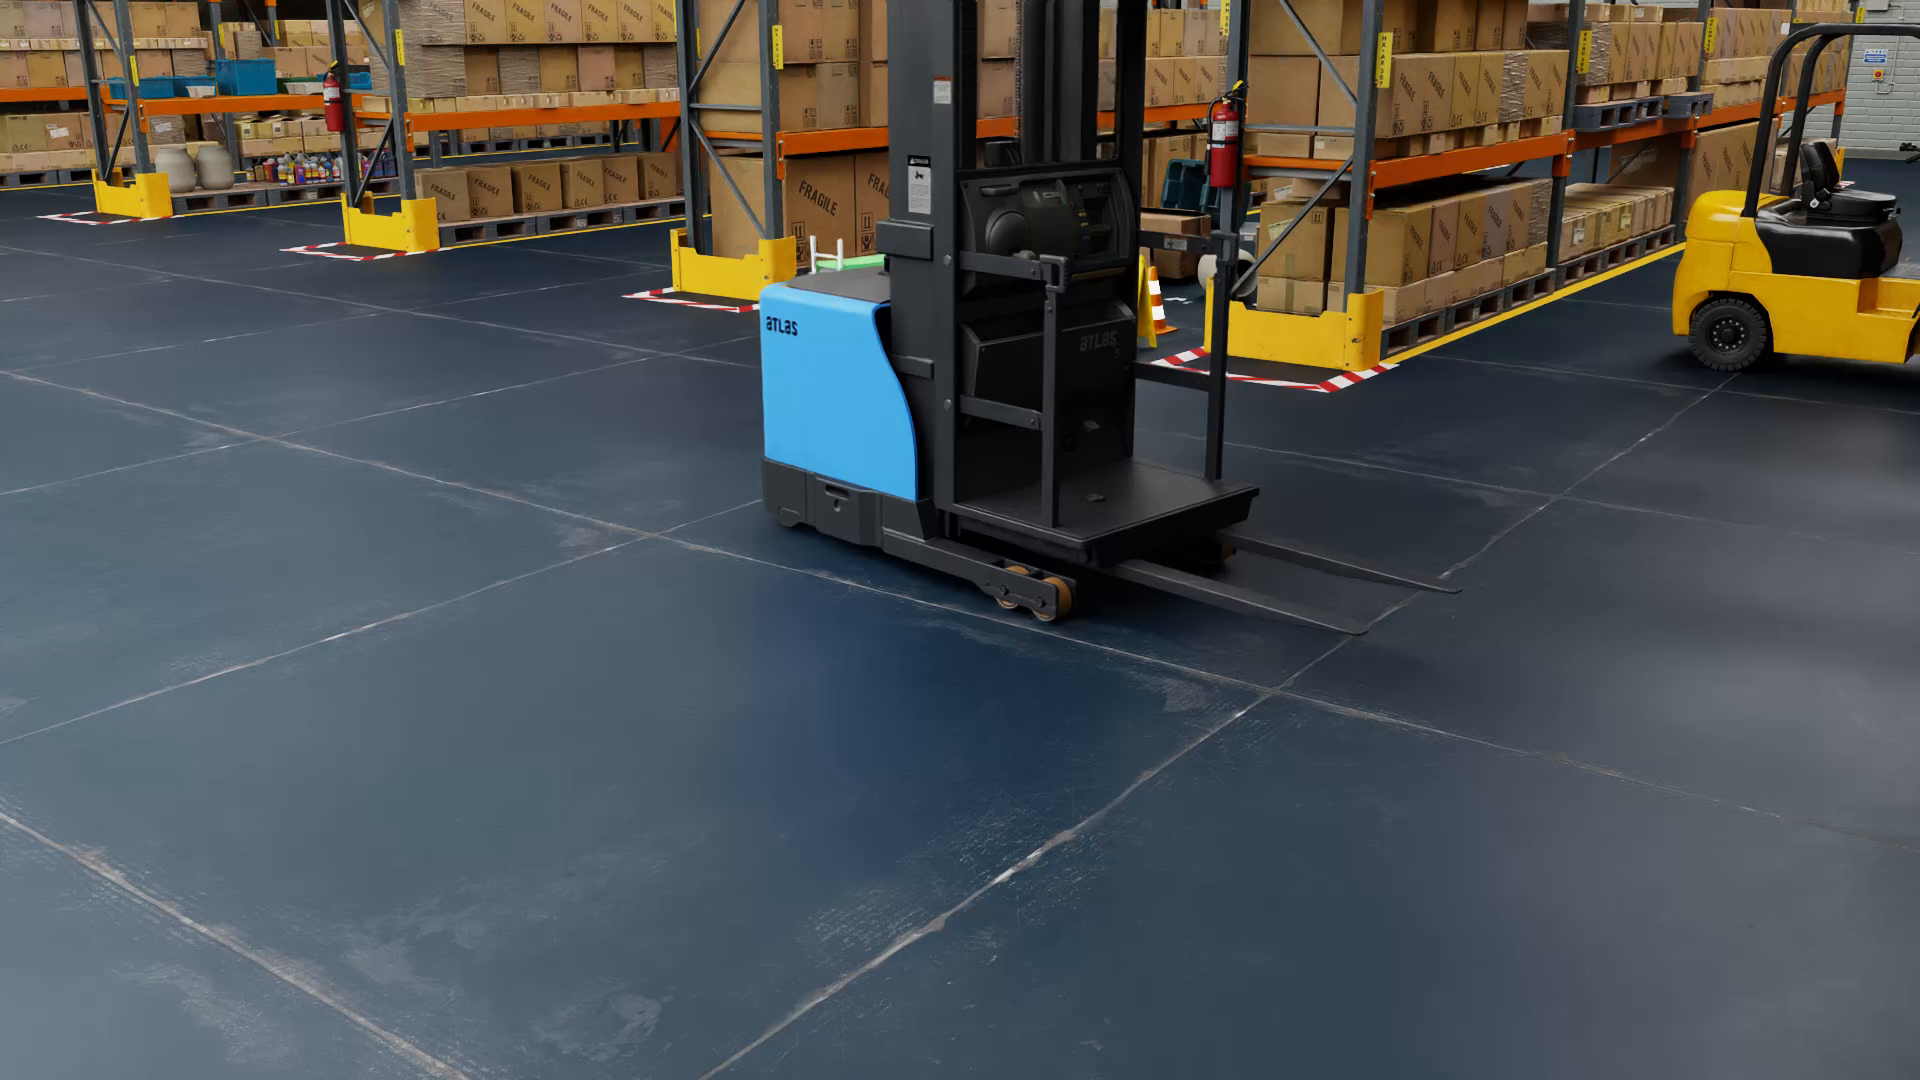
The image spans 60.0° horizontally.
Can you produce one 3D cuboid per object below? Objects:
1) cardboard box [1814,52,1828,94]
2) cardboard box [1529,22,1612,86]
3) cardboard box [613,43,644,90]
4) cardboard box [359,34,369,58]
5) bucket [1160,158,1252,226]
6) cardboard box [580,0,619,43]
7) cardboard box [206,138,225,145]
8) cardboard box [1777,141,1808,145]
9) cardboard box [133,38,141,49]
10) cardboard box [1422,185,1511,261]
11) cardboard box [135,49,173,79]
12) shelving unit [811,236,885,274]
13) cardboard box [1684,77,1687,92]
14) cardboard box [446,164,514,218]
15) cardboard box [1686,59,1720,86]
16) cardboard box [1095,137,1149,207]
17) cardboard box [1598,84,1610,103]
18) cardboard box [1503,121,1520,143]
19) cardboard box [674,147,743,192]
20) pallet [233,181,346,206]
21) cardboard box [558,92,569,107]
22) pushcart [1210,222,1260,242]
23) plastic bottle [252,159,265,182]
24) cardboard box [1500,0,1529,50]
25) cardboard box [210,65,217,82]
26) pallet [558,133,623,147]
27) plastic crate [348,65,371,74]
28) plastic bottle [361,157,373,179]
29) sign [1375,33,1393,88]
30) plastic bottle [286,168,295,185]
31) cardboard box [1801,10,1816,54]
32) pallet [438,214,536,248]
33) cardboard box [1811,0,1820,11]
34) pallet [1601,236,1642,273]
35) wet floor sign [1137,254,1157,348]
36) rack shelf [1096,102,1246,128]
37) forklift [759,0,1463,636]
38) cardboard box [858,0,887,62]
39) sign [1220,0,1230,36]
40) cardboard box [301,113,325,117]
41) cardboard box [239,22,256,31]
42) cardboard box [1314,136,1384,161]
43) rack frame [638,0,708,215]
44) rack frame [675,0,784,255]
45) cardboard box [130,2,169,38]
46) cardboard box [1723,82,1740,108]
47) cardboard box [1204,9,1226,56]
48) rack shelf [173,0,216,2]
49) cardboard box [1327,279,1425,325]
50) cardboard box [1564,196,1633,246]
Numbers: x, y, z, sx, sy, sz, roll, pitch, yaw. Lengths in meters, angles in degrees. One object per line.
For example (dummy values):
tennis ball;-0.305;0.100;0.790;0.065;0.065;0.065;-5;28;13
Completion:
cardboard box;10.723;-5.969;21.239;0.500;0.500;0.500;13;22;36
cardboard box;5.065;-4.043;13.826;0.500;0.500;0.500;13;22;36
cardboard box;-4.048;-5.323;18.657;0.875;0.500;0.500;12;21;35
cardboard box;-11.540;-9.557;32.258;0.500;0.500;0.500;13;22;36
bucket;2.290;-3.165;15.334;0.620;0.611;0.726;0;14;-35
cardboard box;-4.046;-5.616;17.913;0.500;0.500;0.500;12;21;35
cardboard box;-11.343;-6.131;25.858;0.500;0.250;0.500;12;21;34
cardboard box;10.854;-5.032;22.002;0.875;0.438;0.875;13;22;36
cardboard box;-11.955;-7.107;23.809;0.380;0.149;0.250;12;21;34
cardboard box;3.813;-2.405;12.595;0.500;0.500;0.500;14;22;38
cardboard box;-11.926;-6.908;24.262;0.700;0.500;0.500;12;21;34
shelving unit;-0.419;-0.866;7.999;0.503;1.200;0.258;-14;20;-37
cardboard box;6.830;-4.428;16.161;0.380;0.149;0.250;13;21;36
cardboard box;-5.073;-3.691;17.578;0.500;0.500;0.500;-13;22;-36
cardboard box;7.439;-4.788;17.015;0.500;0.250;0.500;12;21;34
cardboard box;1.395;-3.961;18.026;1.050;0.750;0.750;12;21;35
cardboard box;5.294;-3.806;14.156;0.380;0.149;0.250;13;21;36
cardboard box;4.006;-3.098;12.587;0.380;0.149;0.250;12;21;34
cardboard box;-3.021;-4.501;20.154;0.700;0.500;0.500;11;20;31
pallet;-8.542;-4.442;21.190;1.003;0.211;1.213;12;21;35
cardboard box;-4.412;-4.719;17.804;0.380;0.149;0.250;12;21;35
pushcart;2.694;-2.730;15.398;1.648;0.377;0.936;5;18;16
plastic bottle;-8.968;-4.724;21.236;0.061;0.283;0.133;13;22;36
cardboard box;4.119;-4.192;13.329;0.700;0.500;0.500;12;21;34
cardboard box;-11.099;-7.147;25.454;0.500;0.250;0.500;14;22;38
pallet;-7.045;-7.467;30.933;1.003;0.211;1.213;12;21;35
plastic crate;-7.796;-6.086;21.888;0.767;0.338;0.504;12;21;35
plastic bottle;-7.712;-4.834;21.592;0.061;0.283;0.133;14;22;38
sign;2.608;-2.956;10.246;0.100;0.325;0.005;12;21;35
plastic bottle;-8.373;-4.540;20.783;0.097;0.201;0.097;0;17;0
cardboard box;10.106;-6.212;20.334;0.500;0.500;0.500;12;21;34
pallet;-5.229;-3.263;17.397;1.003;0.211;1.213;12;21;35
cardboard box;10.355;-6.600;20.490;0.380;0.149;0.250;12;21;33
pallet;5.744;-2.737;15.702;1.003;0.211;1.213;12;21;35
wet floor sign;1.199;-1.658;11.495;0.232;0.644;0.267;-11;20;-32
rack shelf;1.711;-4.575;18.130;1.077;0.370;4.000;12;21;35
forklift;0.503;-1.266;6.377;1.130;2.935;3.031;-16;23;-42
cardboard box;-0.915;-4.415;14.329;0.875;0.550;0.550;12;21;35
sign;1.738;-3.445;10.795;0.100;0.325;0.005;12;21;35
cardboard box;-10.440;-6.759;26.933;0.500;0.311;0.500;12;21;34
cardboard box;-13.136;-9.401;30.455;0.380;0.149;0.250;9;20;28
cardboard box;2.540;-2.563;10.863;0.380;0.149;0.250;13;21;35
rack frame;-3.404;-5.342;19.390;1.000;3.000;0.127;12;21;35
rack frame;-1.864;-3.489;13.422;1.000;3.000;0.127;12;21;35
cardboard box;-11.917;-7.534;24.090;0.700;0.500;0.500;12;21;35
cardboard box;8.041;-4.794;17.876;0.500;0.250;0.500;13;22;36
cardboard box;2.627;-5.815;19.056;0.700;0.500;0.500;12;21;34
rack shelf;-12.549;-7.706;23.157;1.077;0.370;4.000;12;21;35
cardboard box;2.874;-1.669;11.489;0.500;0.250;0.500;12;21;34
cardboard box;5.704;-3.000;15.569;0.950;0.372;0.625;13;22;36
